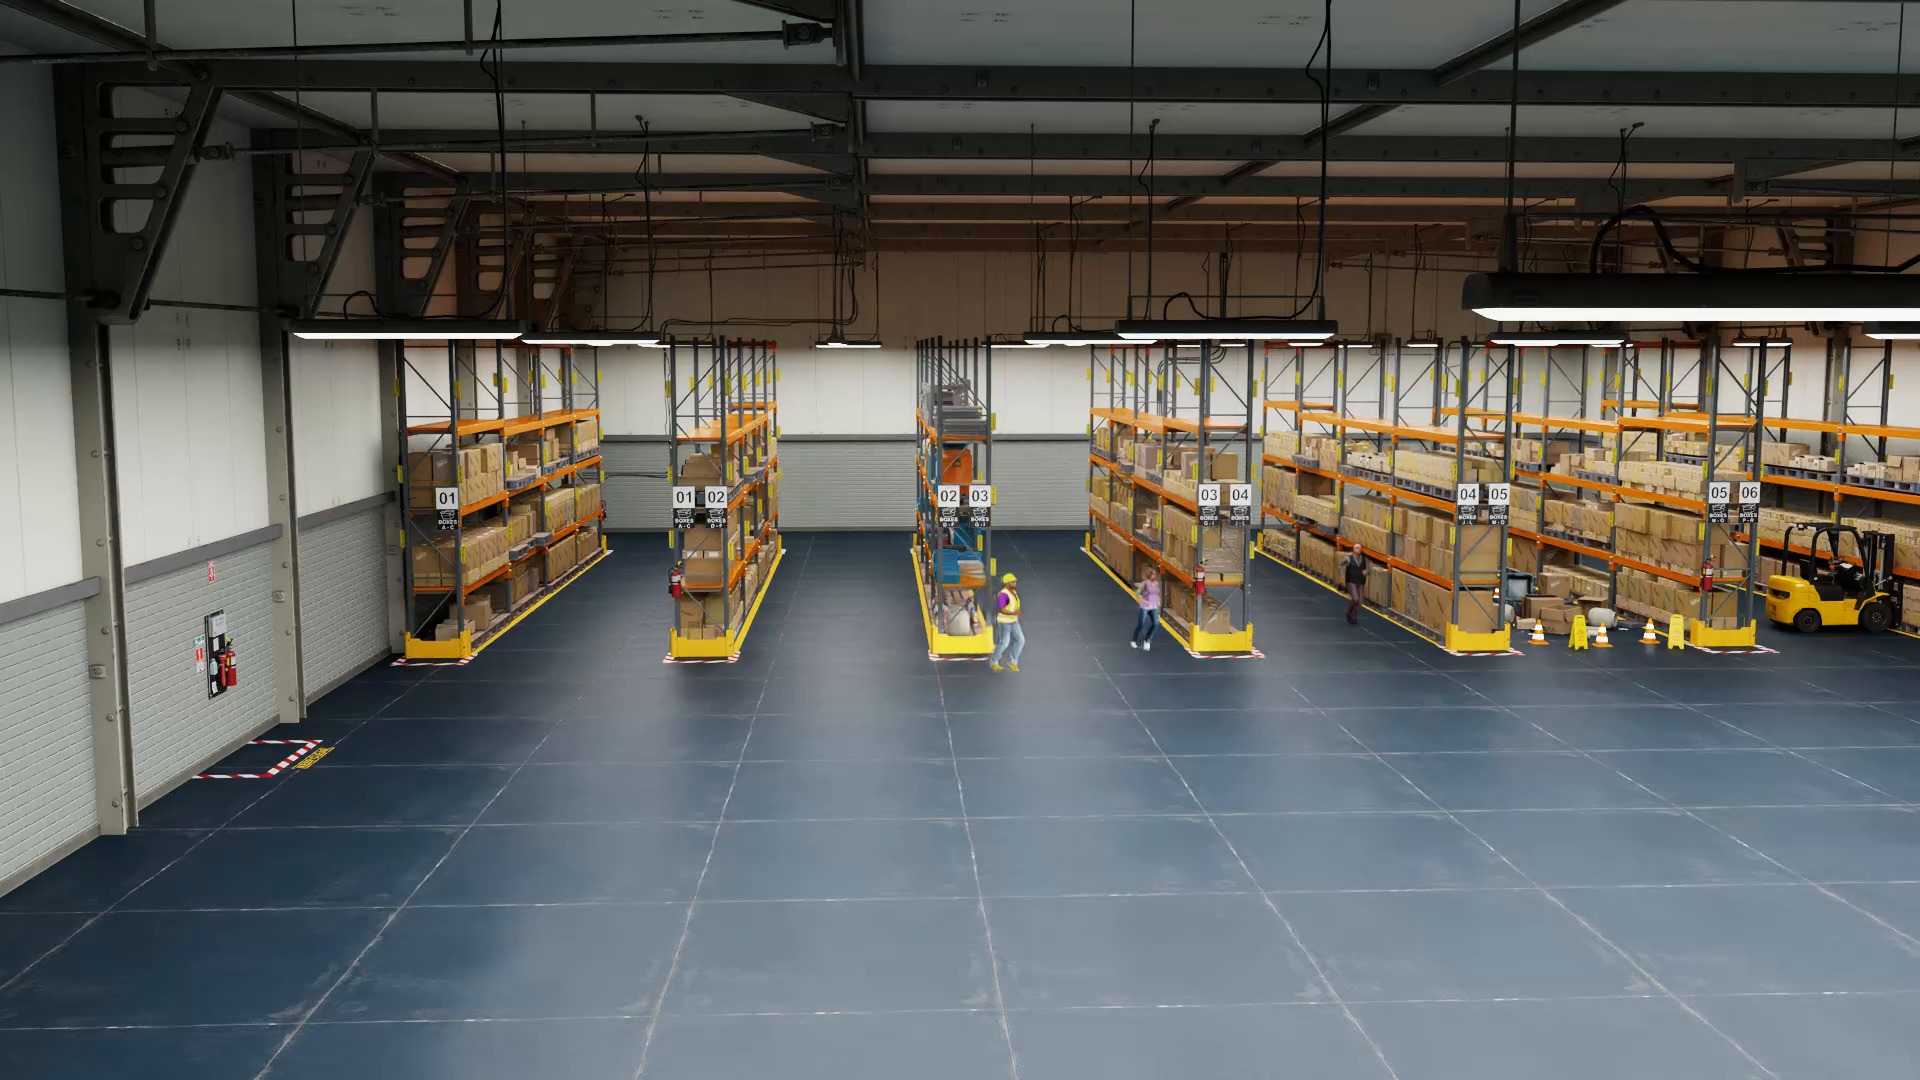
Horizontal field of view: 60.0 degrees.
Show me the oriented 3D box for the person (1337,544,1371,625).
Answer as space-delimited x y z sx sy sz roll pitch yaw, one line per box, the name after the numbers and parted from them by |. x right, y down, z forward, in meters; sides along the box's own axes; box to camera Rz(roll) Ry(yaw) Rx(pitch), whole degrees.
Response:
8.279 0.924 34.754 0.644 1.699 0.642 -1 7 -11 | person

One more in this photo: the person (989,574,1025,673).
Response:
0.876 1.508 29.623 0.736 1.832 0.709 4 7 29 | person

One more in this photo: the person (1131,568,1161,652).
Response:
3.629 1.329 31.908 0.600 1.586 0.616 -2 7 -19 | person
